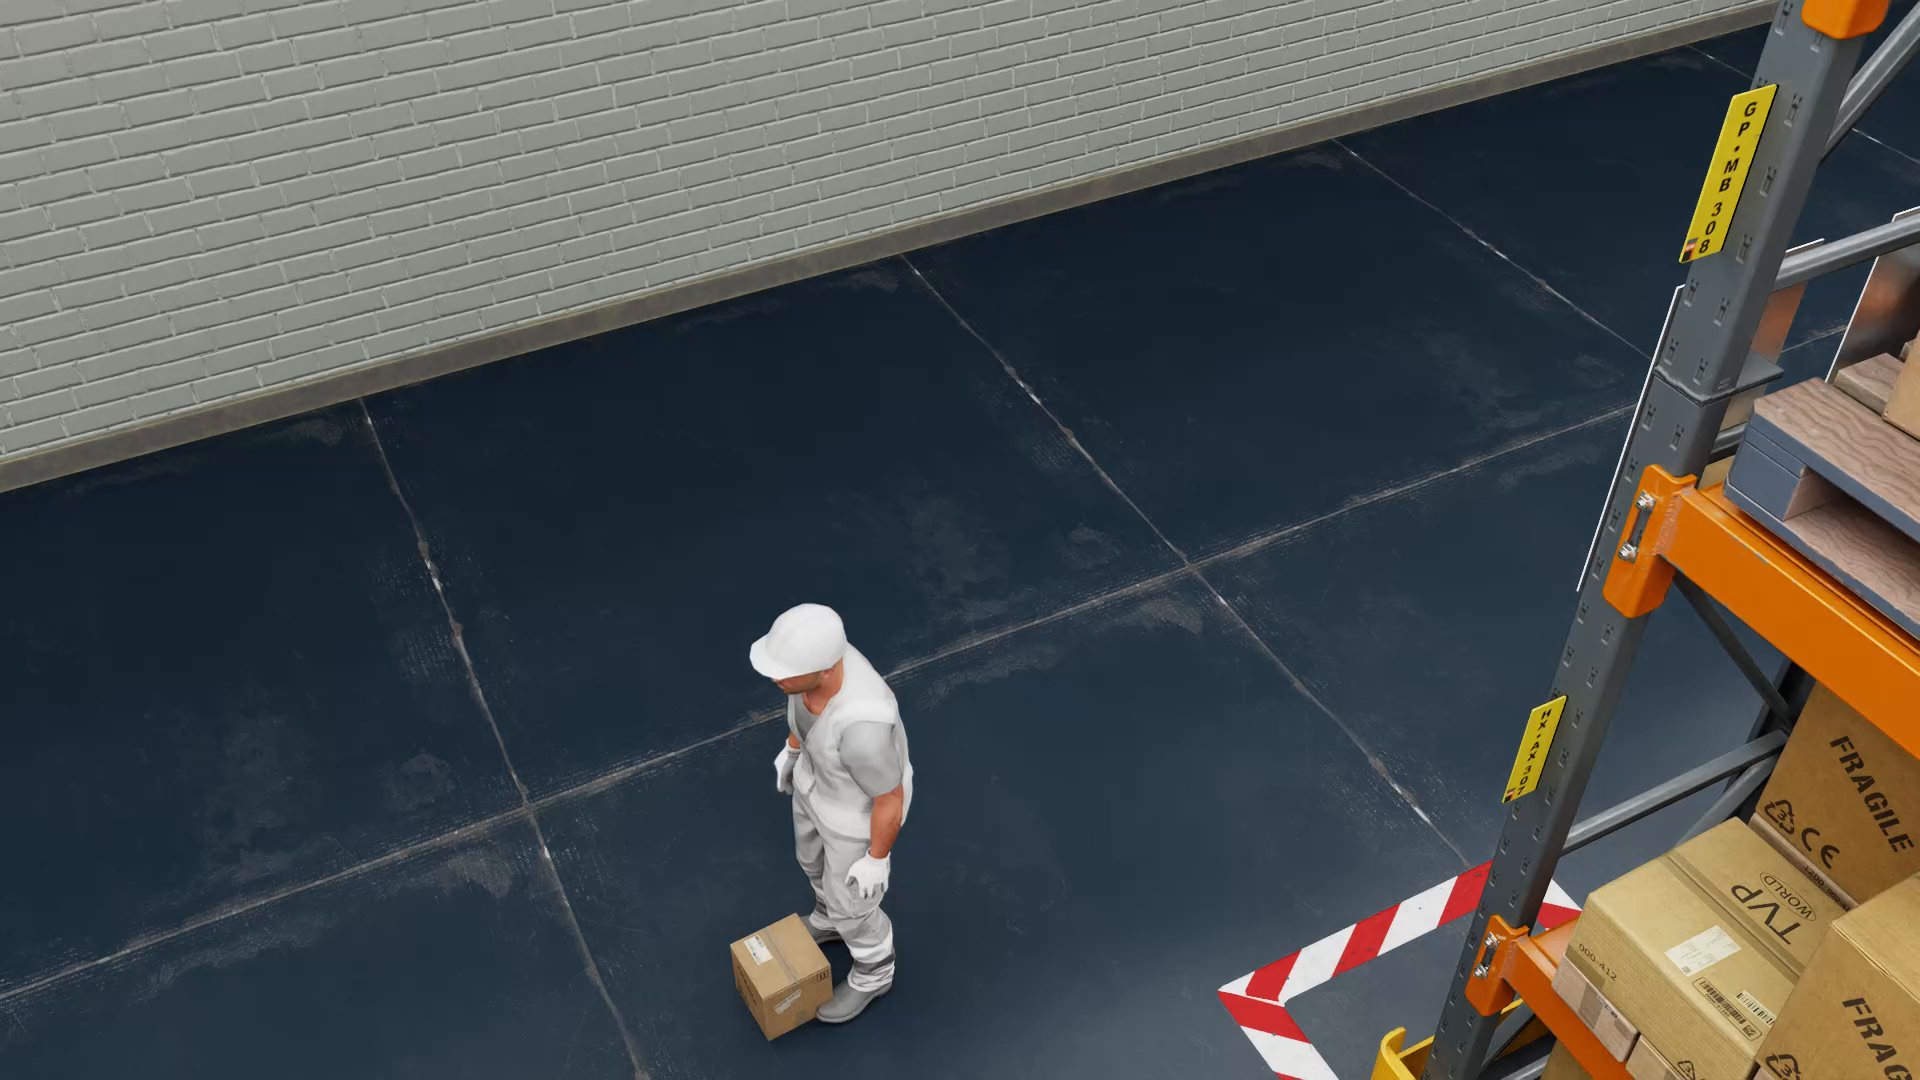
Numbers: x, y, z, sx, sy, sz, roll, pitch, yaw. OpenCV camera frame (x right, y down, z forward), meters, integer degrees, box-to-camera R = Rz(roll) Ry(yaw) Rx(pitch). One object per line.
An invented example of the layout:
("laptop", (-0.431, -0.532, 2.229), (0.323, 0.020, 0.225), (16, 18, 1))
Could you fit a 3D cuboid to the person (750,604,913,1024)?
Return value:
("person", (-0.392, 0.835, 5.183), (0.453, 1.778, 0.615), (-21, 45, -23))
